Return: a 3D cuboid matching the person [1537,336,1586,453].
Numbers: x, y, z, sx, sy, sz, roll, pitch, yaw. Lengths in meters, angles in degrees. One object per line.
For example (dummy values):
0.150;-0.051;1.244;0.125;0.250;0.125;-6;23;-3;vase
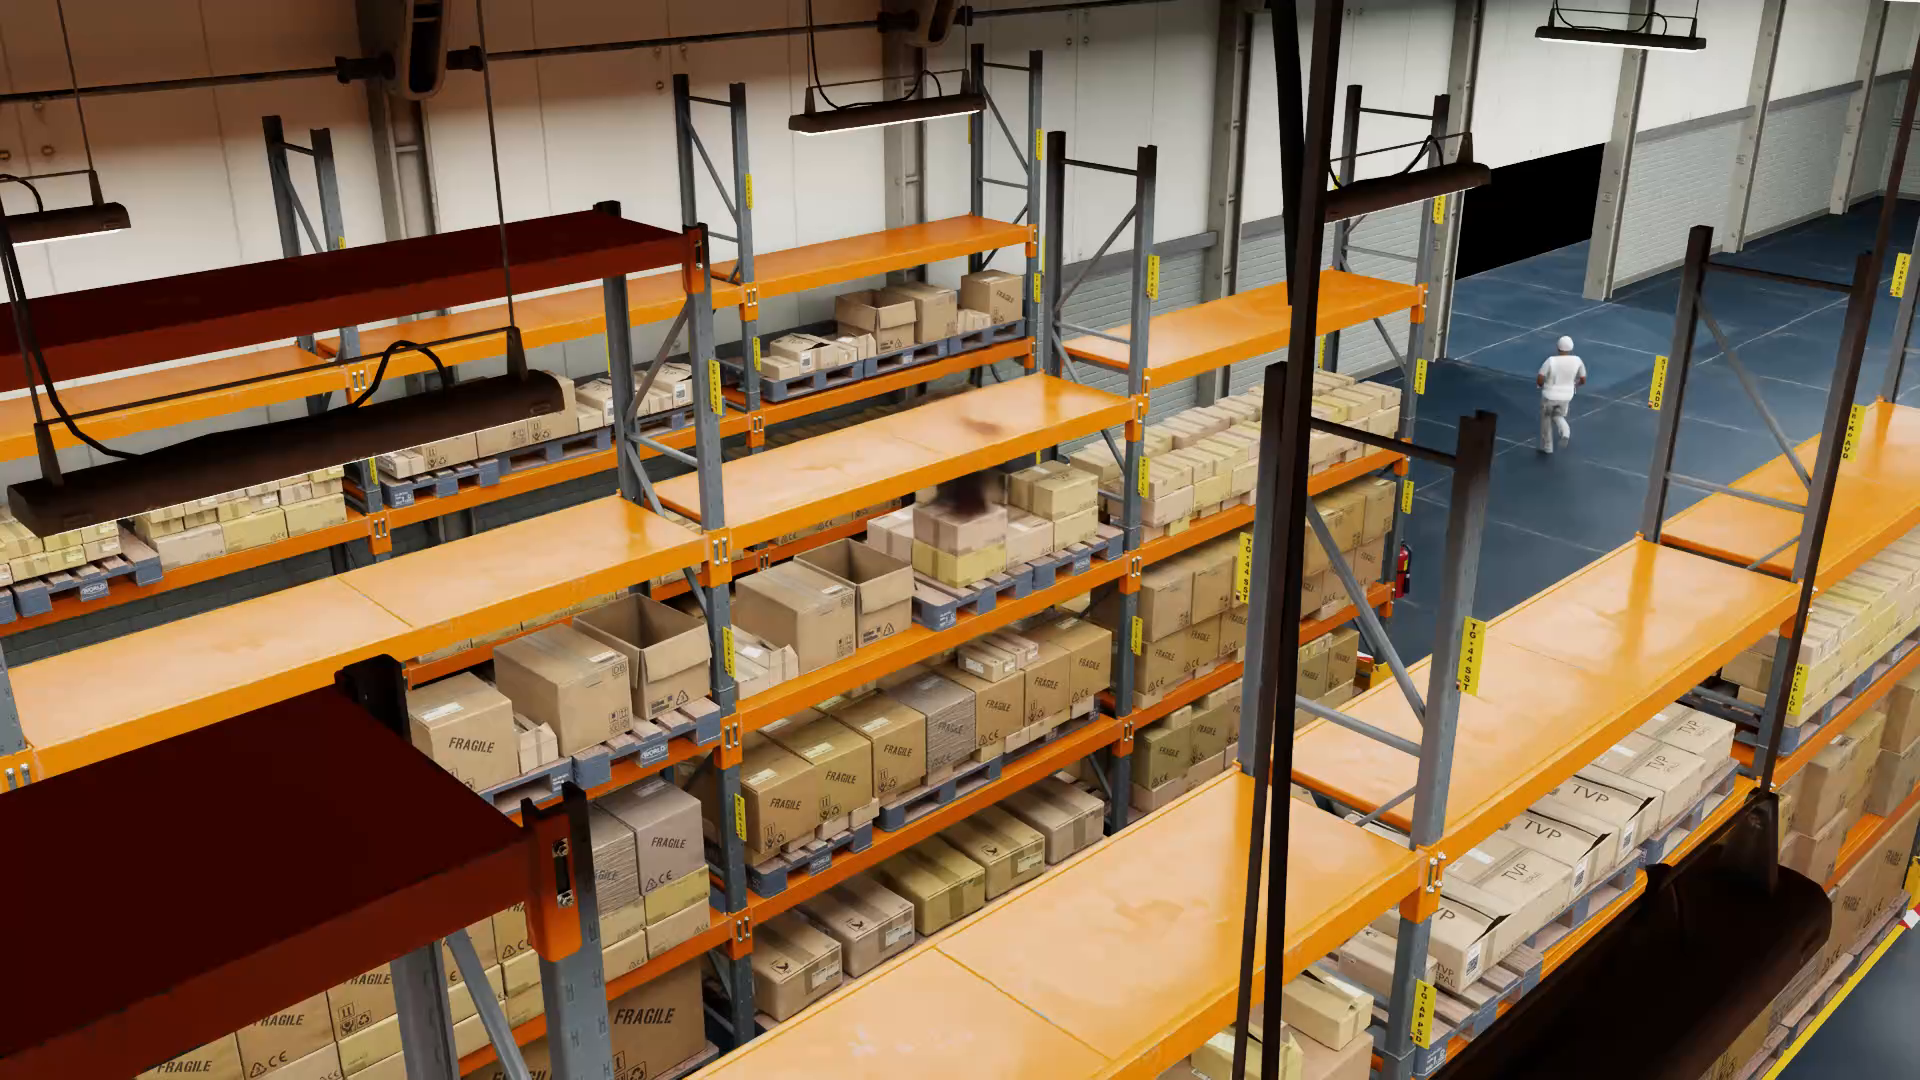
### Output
8.443;-2.026;23.493;0.683;1.743;0.689;1;22;3;person
